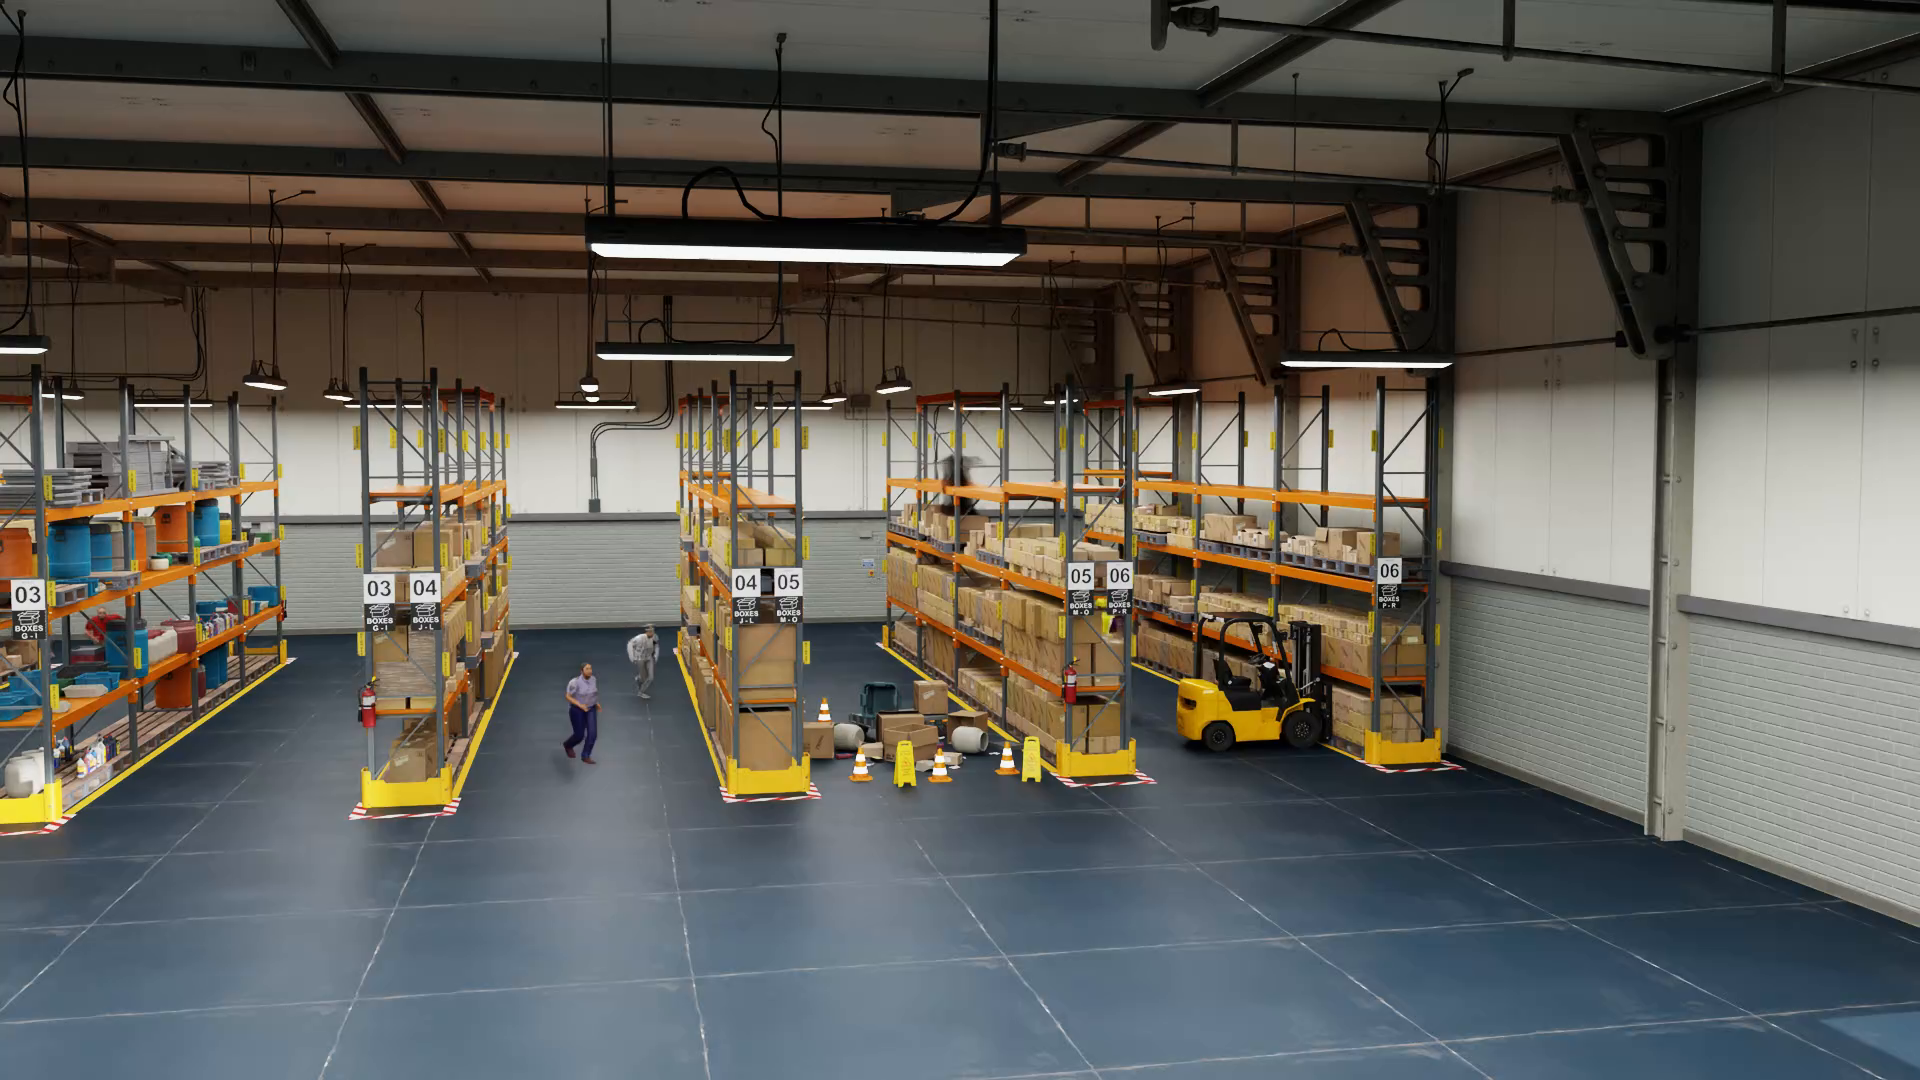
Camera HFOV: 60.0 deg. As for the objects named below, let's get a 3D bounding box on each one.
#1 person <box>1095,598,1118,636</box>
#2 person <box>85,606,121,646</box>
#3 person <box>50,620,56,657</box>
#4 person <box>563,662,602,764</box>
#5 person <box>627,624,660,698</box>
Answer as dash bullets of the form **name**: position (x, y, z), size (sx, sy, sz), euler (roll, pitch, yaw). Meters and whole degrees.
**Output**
- **person**: position (2.659, 1.986, 31.665), size (0.708, 1.778, 0.879), euler (-1, 4, -16)
- **person**: position (-17.568, 2.171, 34.155), size (0.694, 1.693, 1.024), euler (-1, 4, -24)
- **person**: position (-21.345, 1.904, 38.666), size (0.750, 1.676, 0.629), euler (1, 4, 23)
- **person**: position (-5.903, 2.678, 25.904), size (0.604, 1.599, 0.716), euler (-3, 5, -42)
- **person**: position (-6.163, 2.351, 32.299), size (0.639, 1.484, 0.821), euler (-2, 4, -32)
